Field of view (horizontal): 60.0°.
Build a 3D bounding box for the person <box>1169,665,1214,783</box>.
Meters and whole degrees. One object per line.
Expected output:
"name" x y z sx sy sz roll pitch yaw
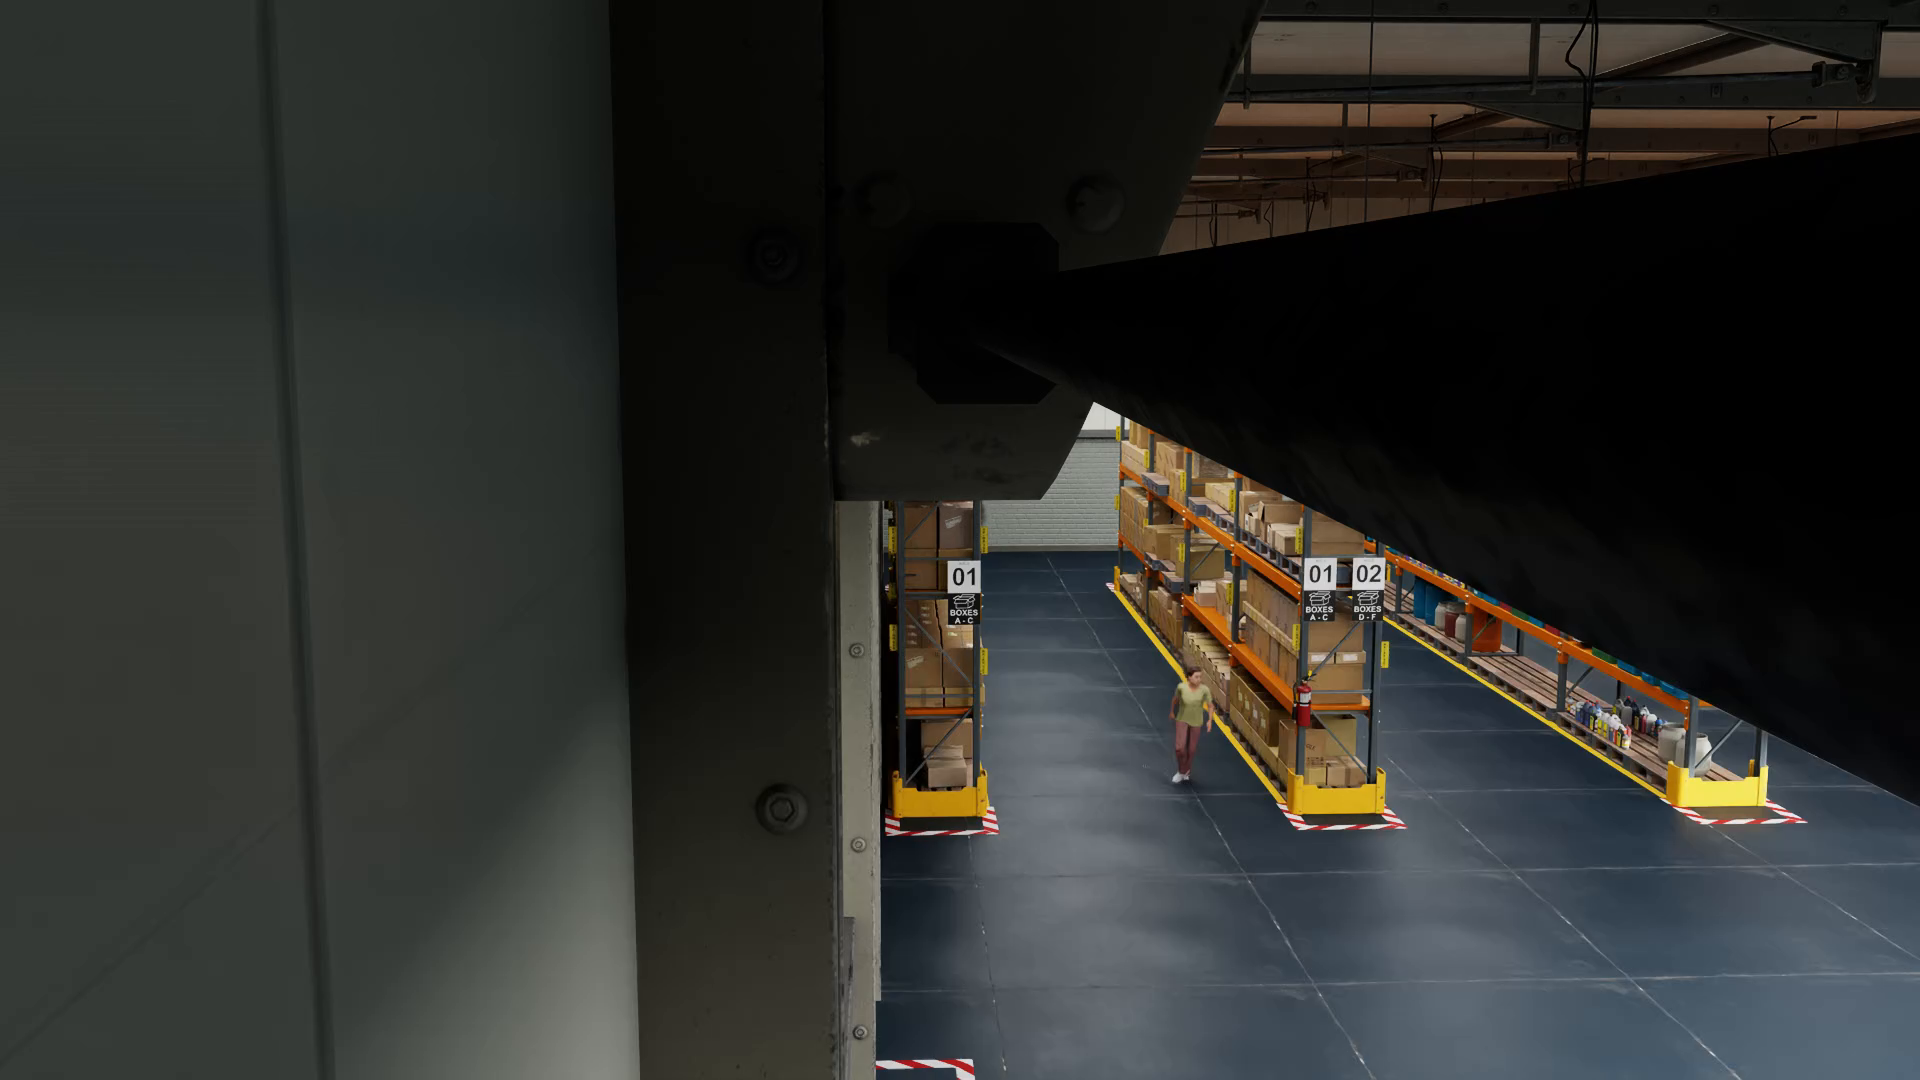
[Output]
"person" 3.034 2.395 21.779 0.560 1.610 0.705 0 8 3
